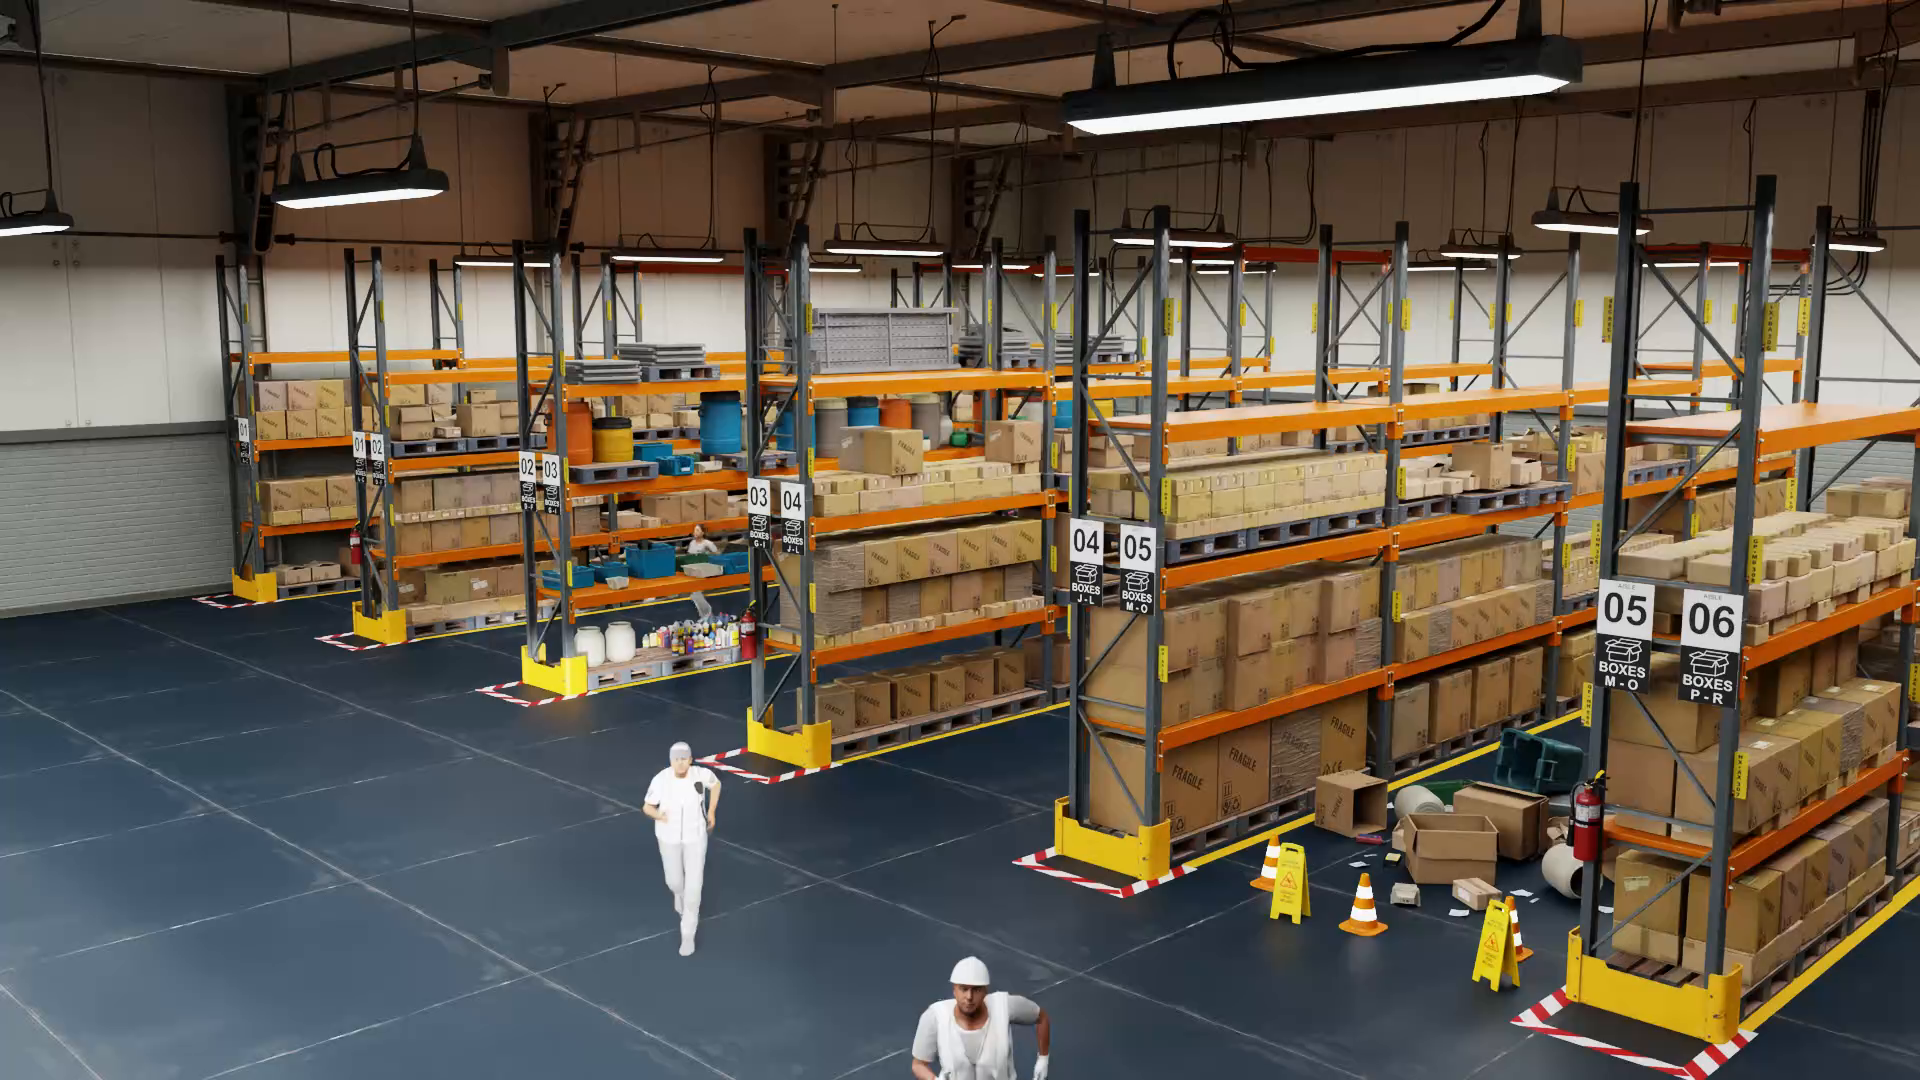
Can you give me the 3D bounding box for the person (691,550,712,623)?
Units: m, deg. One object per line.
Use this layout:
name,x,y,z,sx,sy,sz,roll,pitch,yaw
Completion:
person,-4.208,0.752,26.808,0.351,1.220,0.525,5,9,30

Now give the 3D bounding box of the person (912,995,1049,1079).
person,0.105,3.124,8.886,0.715,1.403,0.775,1,8,6

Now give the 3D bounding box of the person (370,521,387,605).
person,-9.628,0.367,27.935,0.681,1.463,0.686,2,8,14

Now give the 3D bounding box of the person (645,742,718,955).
person,-2.269,2.460,13.611,0.587,1.711,0.892,-1,8,-7
